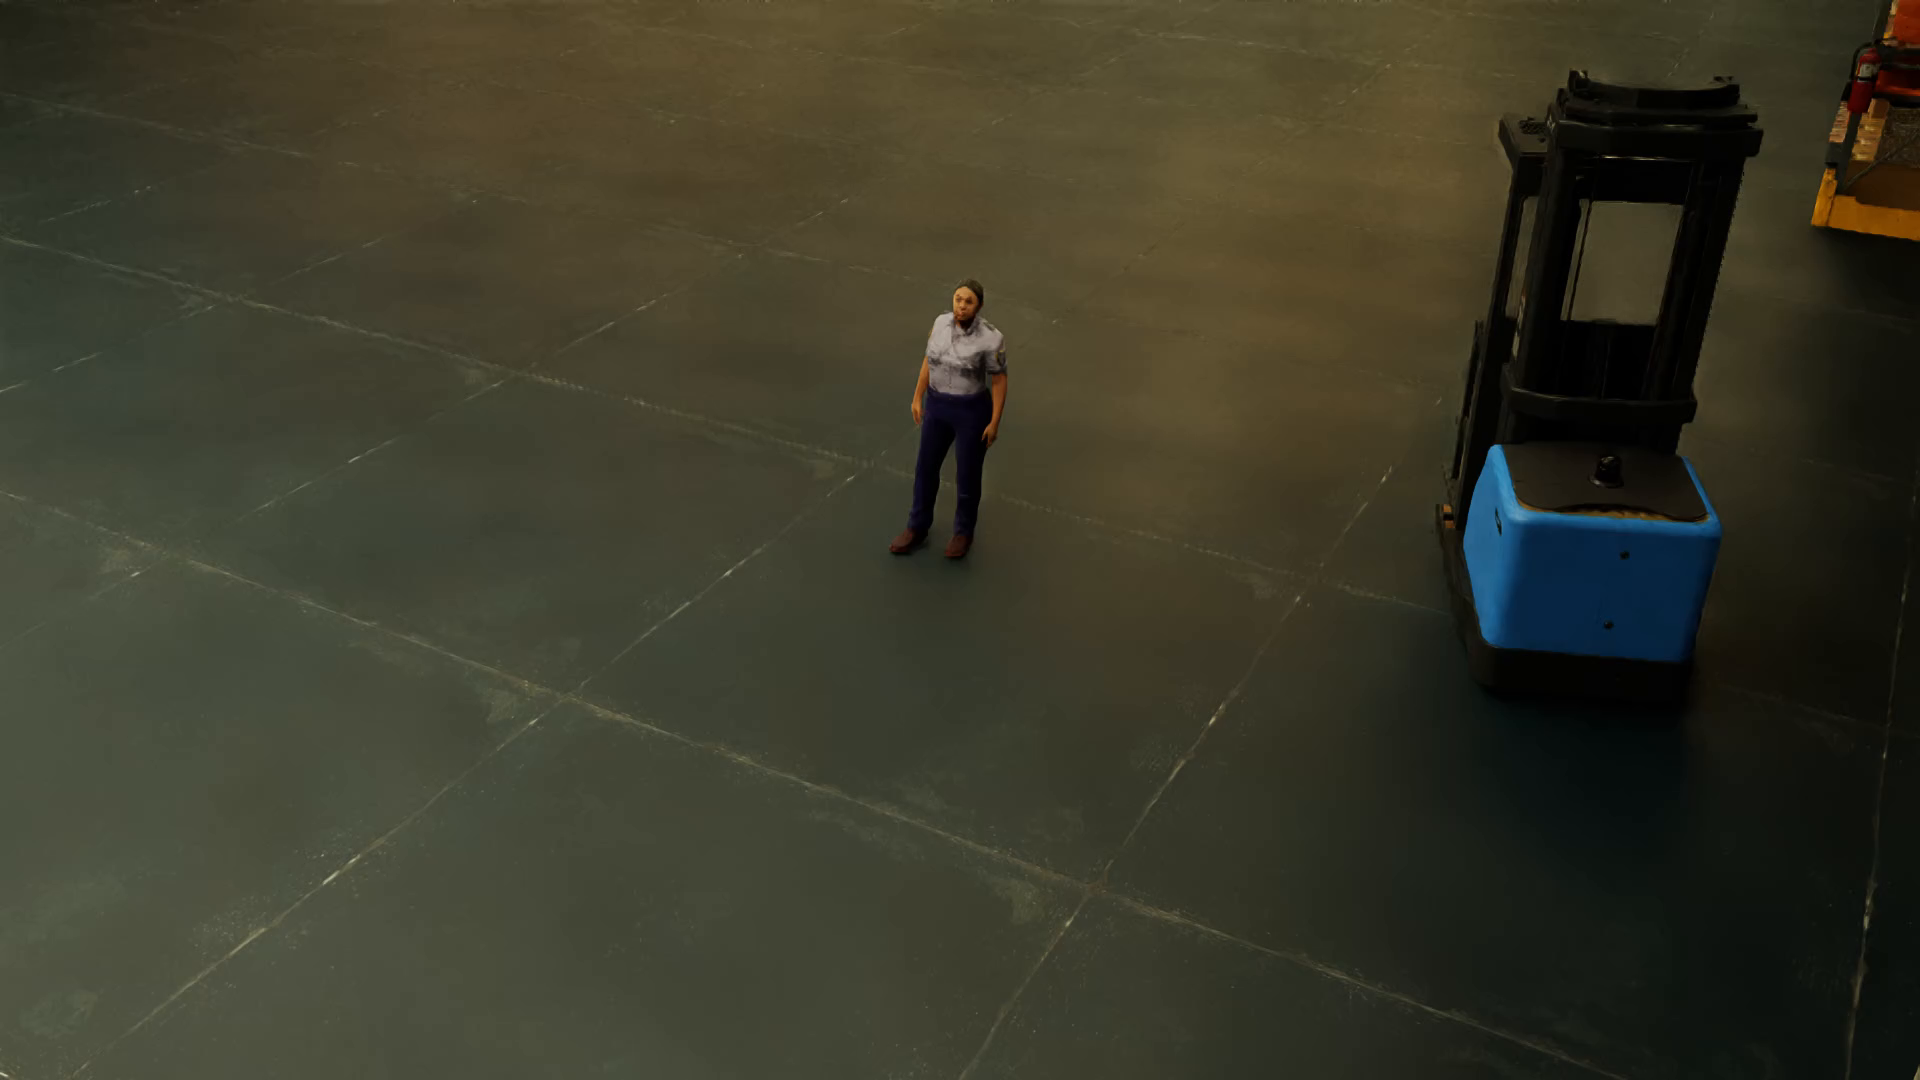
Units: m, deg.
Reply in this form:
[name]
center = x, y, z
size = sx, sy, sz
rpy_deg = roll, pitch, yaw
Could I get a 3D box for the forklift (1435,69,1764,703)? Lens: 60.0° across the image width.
[forklift]
center = 3.402, -1.163, 9.085
size = 1.130, 2.935, 3.031
rpy_deg = 4, 30, 8

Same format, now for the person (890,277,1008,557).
[person]
center = -0.063, -0.682, 9.531
size = 0.599, 1.640, 0.502
rpy_deg = 15, 33, 25
